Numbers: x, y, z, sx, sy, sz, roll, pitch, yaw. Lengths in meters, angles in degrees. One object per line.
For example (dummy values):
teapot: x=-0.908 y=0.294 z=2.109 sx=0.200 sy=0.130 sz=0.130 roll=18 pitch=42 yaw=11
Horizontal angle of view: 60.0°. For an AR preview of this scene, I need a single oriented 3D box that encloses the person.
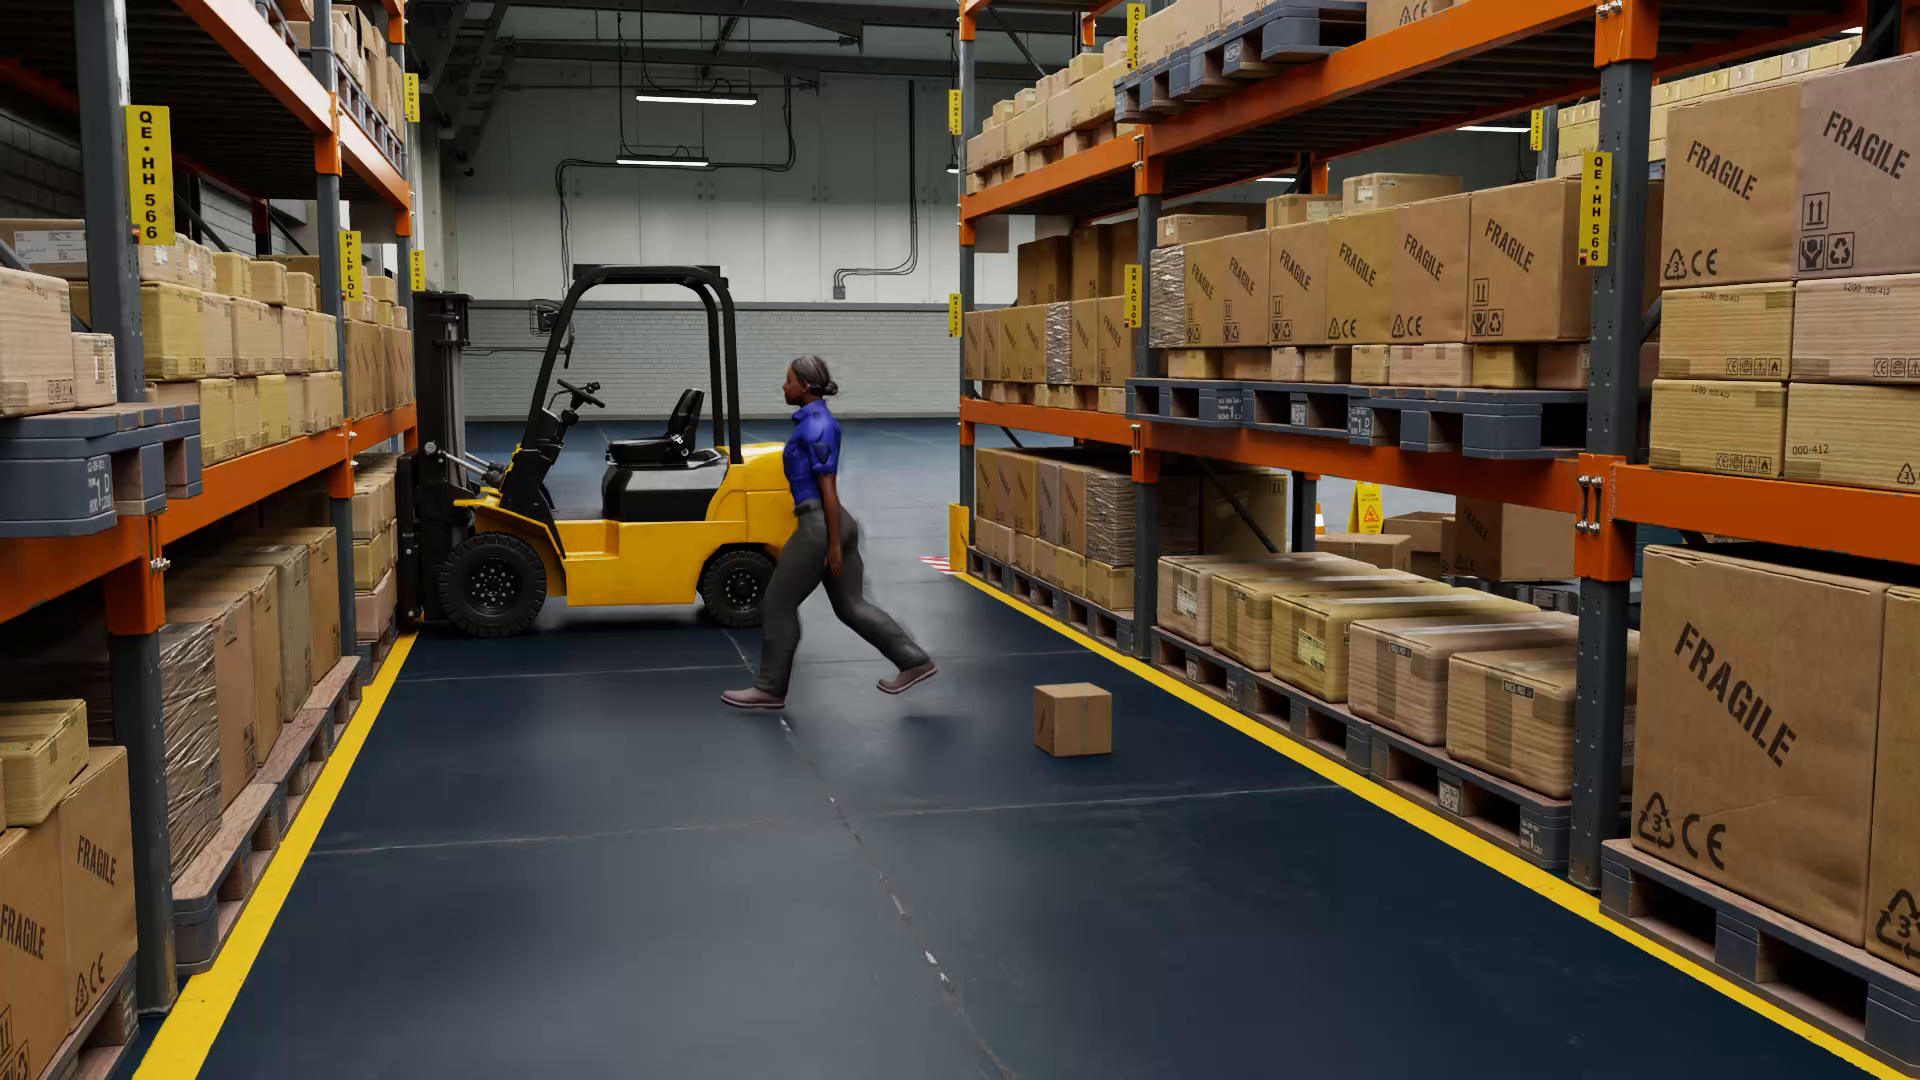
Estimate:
person: x=-0.594 y=-0.037 z=7.566 sx=0.986 sy=1.607 sz=0.464 roll=0 pitch=6 yaw=4
